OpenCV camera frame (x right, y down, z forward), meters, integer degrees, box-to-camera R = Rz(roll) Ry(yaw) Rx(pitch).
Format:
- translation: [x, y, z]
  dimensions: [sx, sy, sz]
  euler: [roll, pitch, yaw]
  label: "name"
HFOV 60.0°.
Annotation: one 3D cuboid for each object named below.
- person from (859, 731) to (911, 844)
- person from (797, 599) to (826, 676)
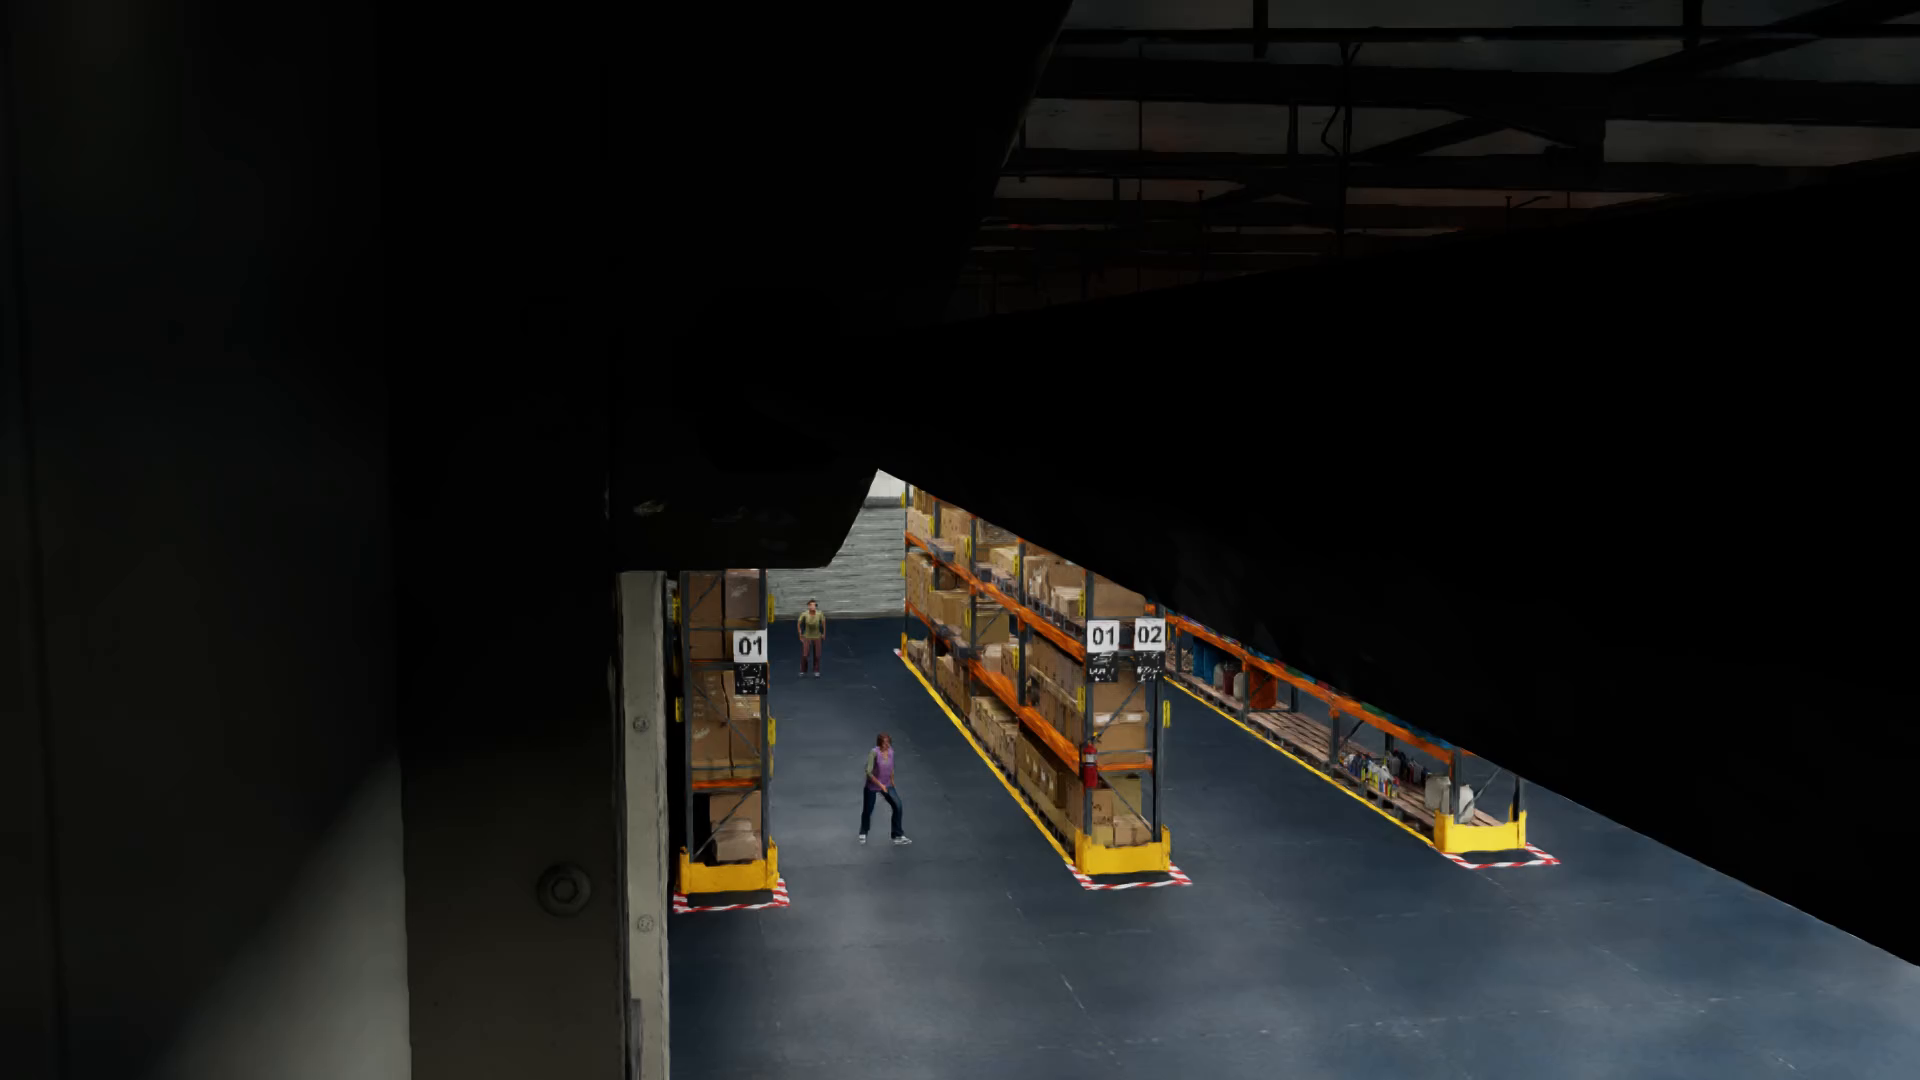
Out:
- translation: [-1.052, 3.274, 22.075]
  dimensions: [0.561, 1.540, 0.716]
  euler: [-4, 7, -31]
  label: "person"
- translation: [-3.044, 2.006, 34.120]
  dimensions: [0.598, 1.600, 0.507]
  euler: [-1, 6, -12]
  label: "person"
